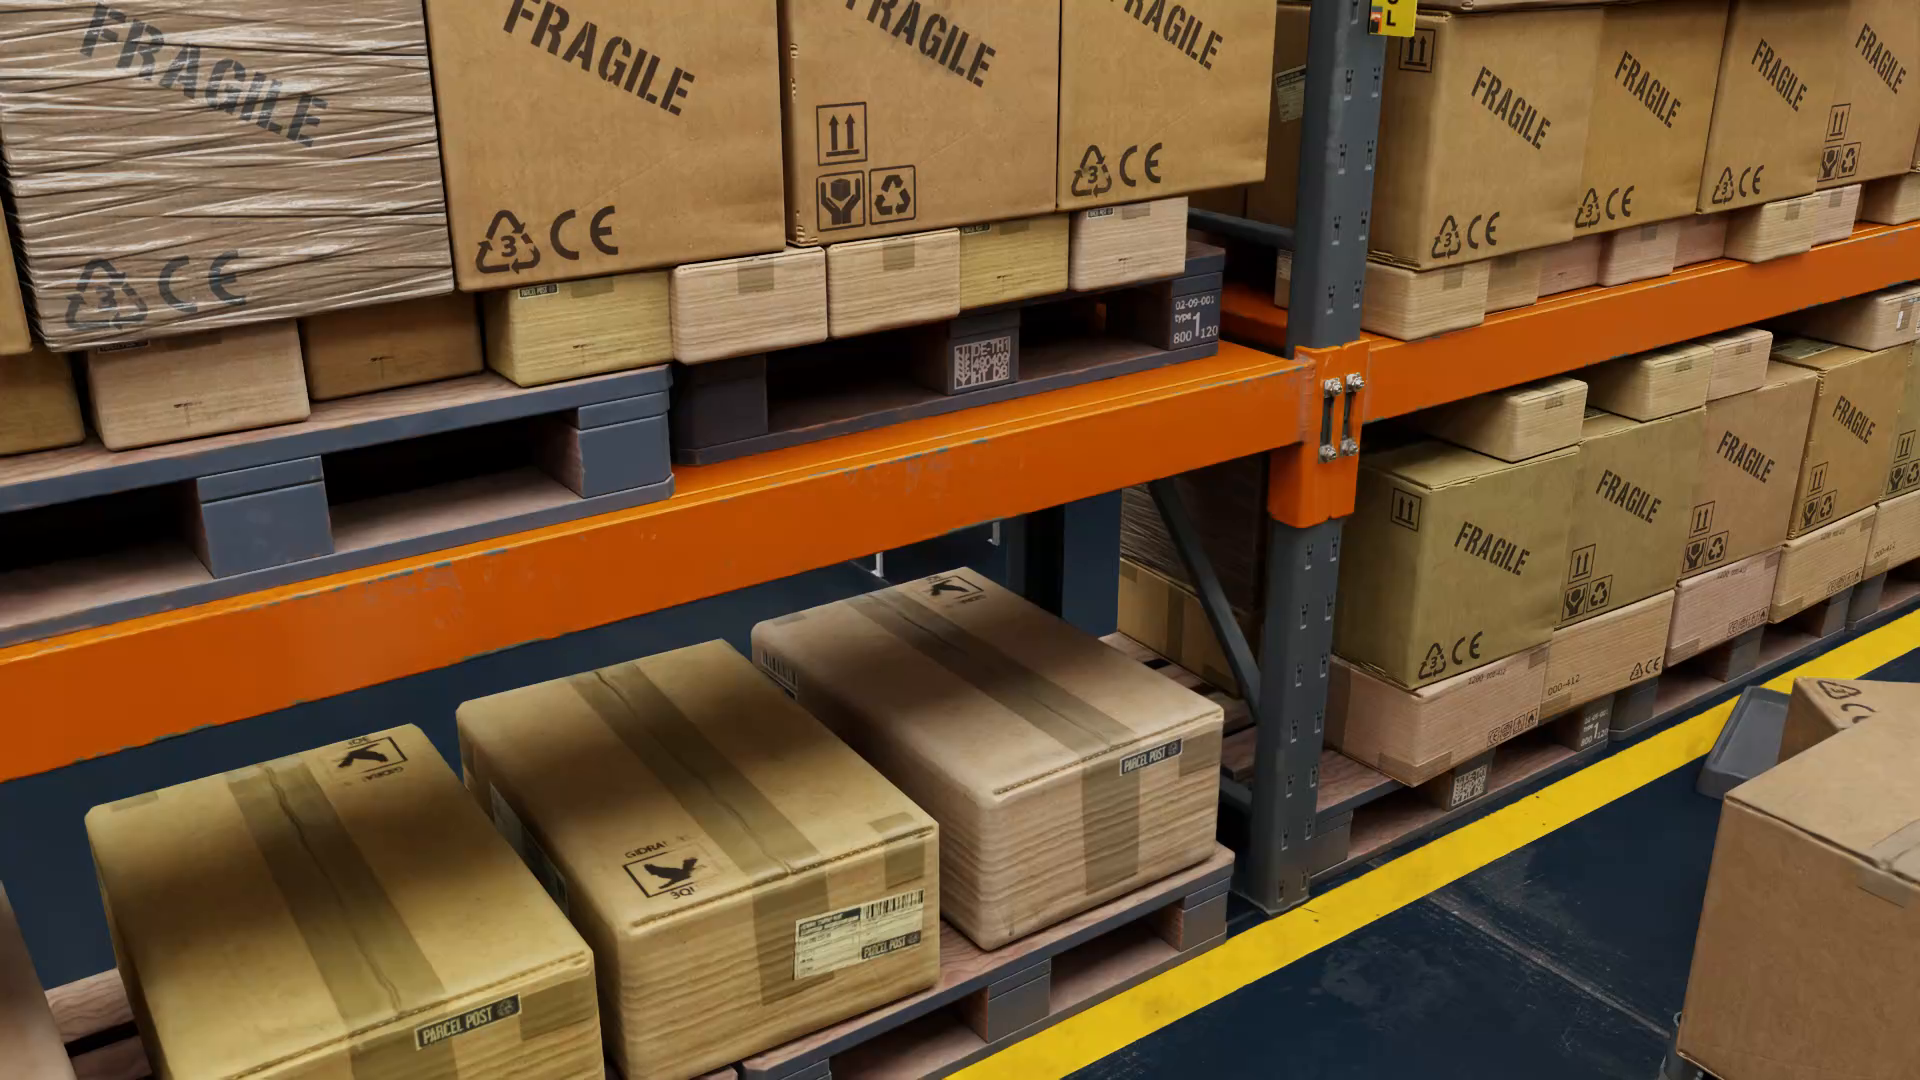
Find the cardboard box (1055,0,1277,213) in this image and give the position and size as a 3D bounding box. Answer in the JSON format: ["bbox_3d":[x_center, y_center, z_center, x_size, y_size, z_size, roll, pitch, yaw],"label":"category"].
[{"bbox_3d":[0.218,-0.910,3.027,0.500,0.500,0.500,-15,26,-34],"label":"cardboard box"}]

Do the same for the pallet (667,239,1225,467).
[{"bbox_3d":[-0.246,-0.489,3.333,1.213,0.211,1.003,-15,26,-33],"label":"pallet"}]

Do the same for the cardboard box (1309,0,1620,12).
[{"bbox_3d":[0.943,-1.378,3.418,0.500,0.500,0.700,-15,26,-33],"label":"cardboard box"}]

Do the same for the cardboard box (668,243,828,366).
[{"bbox_3d":[-0.415,-0.409,2.646,0.250,0.149,0.380,-15,26,-32],"label":"cardboard box"}]

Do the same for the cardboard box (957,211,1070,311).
[{"bbox_3d":[-0.022,-0.532,2.954,0.250,0.149,0.380,-16,27,-34],"label":"cardboard box"}]

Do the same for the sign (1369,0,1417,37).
[{"bbox_3d":[0.786,-1.071,2.971,0.005,0.325,0.100,-15,26,-33],"label":"sign"}]

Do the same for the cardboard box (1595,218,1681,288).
[{"bbox_3d":[1.496,-0.734,4.029,0.250,0.149,0.380,-14,26,-31],"label":"cardboard box"}]

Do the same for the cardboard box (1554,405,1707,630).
[{"bbox_3d":[1.523,-0.132,4.311,0.500,0.500,0.500,-14,26,-31],"label":"cardboard box"}]

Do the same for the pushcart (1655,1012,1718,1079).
[{"bbox_3d":[1.831,1.194,2.396,1.648,0.377,0.936,14,26,32],"label":"pushcart"}]

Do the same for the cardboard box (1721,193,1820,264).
[{"bbox_3d":[1.946,-0.829,4.264,0.250,0.149,0.380,-15,26,-33],"label":"cardboard box"}]

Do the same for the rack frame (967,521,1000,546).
[{"bbox_3d":[0.064,-0.574,5.717,0.015,1.200,0.240,-15,26,-33],"label":"rack frame"}]

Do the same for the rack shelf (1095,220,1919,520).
[{"bbox_3d":[2.083,-0.798,4.820,4.000,0.370,1.077,-15,26,-33],"label":"rack shelf"}]

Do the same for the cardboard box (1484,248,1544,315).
[{"bbox_3d":[1.077,-0.625,3.754,0.250,0.149,0.380,-14,26,-31],"label":"cardboard box"}]

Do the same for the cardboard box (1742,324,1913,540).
[{"bbox_3d":[2.373,-0.359,4.879,0.500,0.500,0.500,-16,27,-34],"label":"cardboard box"}]

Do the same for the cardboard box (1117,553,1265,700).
[{"bbox_3d":[0.782,0.174,4.557,0.500,0.250,0.500,-14,25,-30],"label":"cardboard box"}]

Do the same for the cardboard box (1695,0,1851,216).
[{"bbox_3d":[1.788,-1.116,4.109,0.500,0.500,0.500,-15,26,-33],"label":"cardboard box"}]

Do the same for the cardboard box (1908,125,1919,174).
[{"bbox_3d":[2.609,-1.335,4.659,0.500,0.500,0.500,-15,26,-33],"label":"cardboard box"}]

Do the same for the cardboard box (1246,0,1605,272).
[{"bbox_3d":[0.979,-0.895,3.557,0.500,0.500,0.500,-15,26,-33],"label":"cardboard box"}]

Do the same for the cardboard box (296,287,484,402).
[{"bbox_3d":[-0.908,-0.341,2.475,0.250,0.149,0.380,-16,27,-35],"label":"cardboard box"}]

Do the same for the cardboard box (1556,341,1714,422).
[{"bbox_3d":[1.648,-0.434,4.194,0.250,0.149,0.380,-14,26,-31],"label":"cardboard box"}]

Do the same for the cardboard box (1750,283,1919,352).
[{"bbox_3d":[2.528,-0.671,4.788,0.250,0.149,0.380,-14,26,-31],"label":"cardboard box"}]

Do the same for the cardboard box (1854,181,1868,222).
[{"bbox_3d":[2.275,-0.978,4.640,0.250,0.149,0.380,-15,26,-33],"label":"cardboard box"}]

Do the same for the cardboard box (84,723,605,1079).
[{"bbox_3d":[-1.110,0.748,2.954,0.625,0.372,0.950,-14,26,-31],"label":"cardboard box"}]

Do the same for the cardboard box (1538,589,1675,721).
[{"bbox_3d":[1.522,0.217,4.448,0.500,0.250,0.500,-13,25,-30],"label":"cardboard box"}]

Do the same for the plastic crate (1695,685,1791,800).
[{"bbox_3d":[2.212,0.563,4.376,0.402,0.080,0.583,14,26,32],"label":"plastic crate"}]

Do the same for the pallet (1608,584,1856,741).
[{"bbox_3d":[1.975,0.174,5.175,1.213,0.211,1.003,-15,26,-33],"label":"pallet"}]

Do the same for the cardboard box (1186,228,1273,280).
[{"bbox_3d":[0.542,-0.744,4.053,0.250,0.149,0.380,-15,26,-33],"label":"cardboard box"}]

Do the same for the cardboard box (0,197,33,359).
[{"bbox_3d":[-1.441,-0.473,1.931,0.500,0.500,0.500,-14,26,-32],"label":"cardboard box"}]

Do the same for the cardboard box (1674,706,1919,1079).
[{"bbox_3d":[1.523,0.639,2.599,0.500,0.500,0.500,-15,26,-33],"label":"cardboard box"}]

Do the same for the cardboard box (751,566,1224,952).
[{"bbox_3d":[0.035,0.440,3.725,0.625,0.372,0.950,-15,26,-32],"label":"cardboard box"}]

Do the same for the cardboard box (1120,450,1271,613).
[{"bbox_3d":[0.783,-0.175,4.418,0.500,0.500,0.500,-15,26,-34],"label":"cardboard box"}]

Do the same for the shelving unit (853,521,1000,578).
[{"bbox_3d":[-0.134,-0.521,5.584,0.503,1.200,0.258,-15,26,-33],"label":"shelving unit"}]

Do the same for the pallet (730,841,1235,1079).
[{"bbox_3d":[-0.172,0.765,3.695,1.213,0.211,1.003,-15,26,-33],"label":"pallet"}]

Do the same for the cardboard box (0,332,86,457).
[{"bbox_3d":[-1.325,-0.225,2.185,0.250,0.149,0.380,-14,26,-31],"label":"cardboard box"}]

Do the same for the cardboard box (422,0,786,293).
[{"bbox_3d":[-0.606,-0.692,2.482,0.500,0.500,0.500,-14,26,-31],"label":"cardboard box"}]

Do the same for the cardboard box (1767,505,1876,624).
[{"bbox_3d":[2.360,-0.003,4.999,0.500,0.250,0.500,-16,27,-35],"label":"cardboard box"}]
